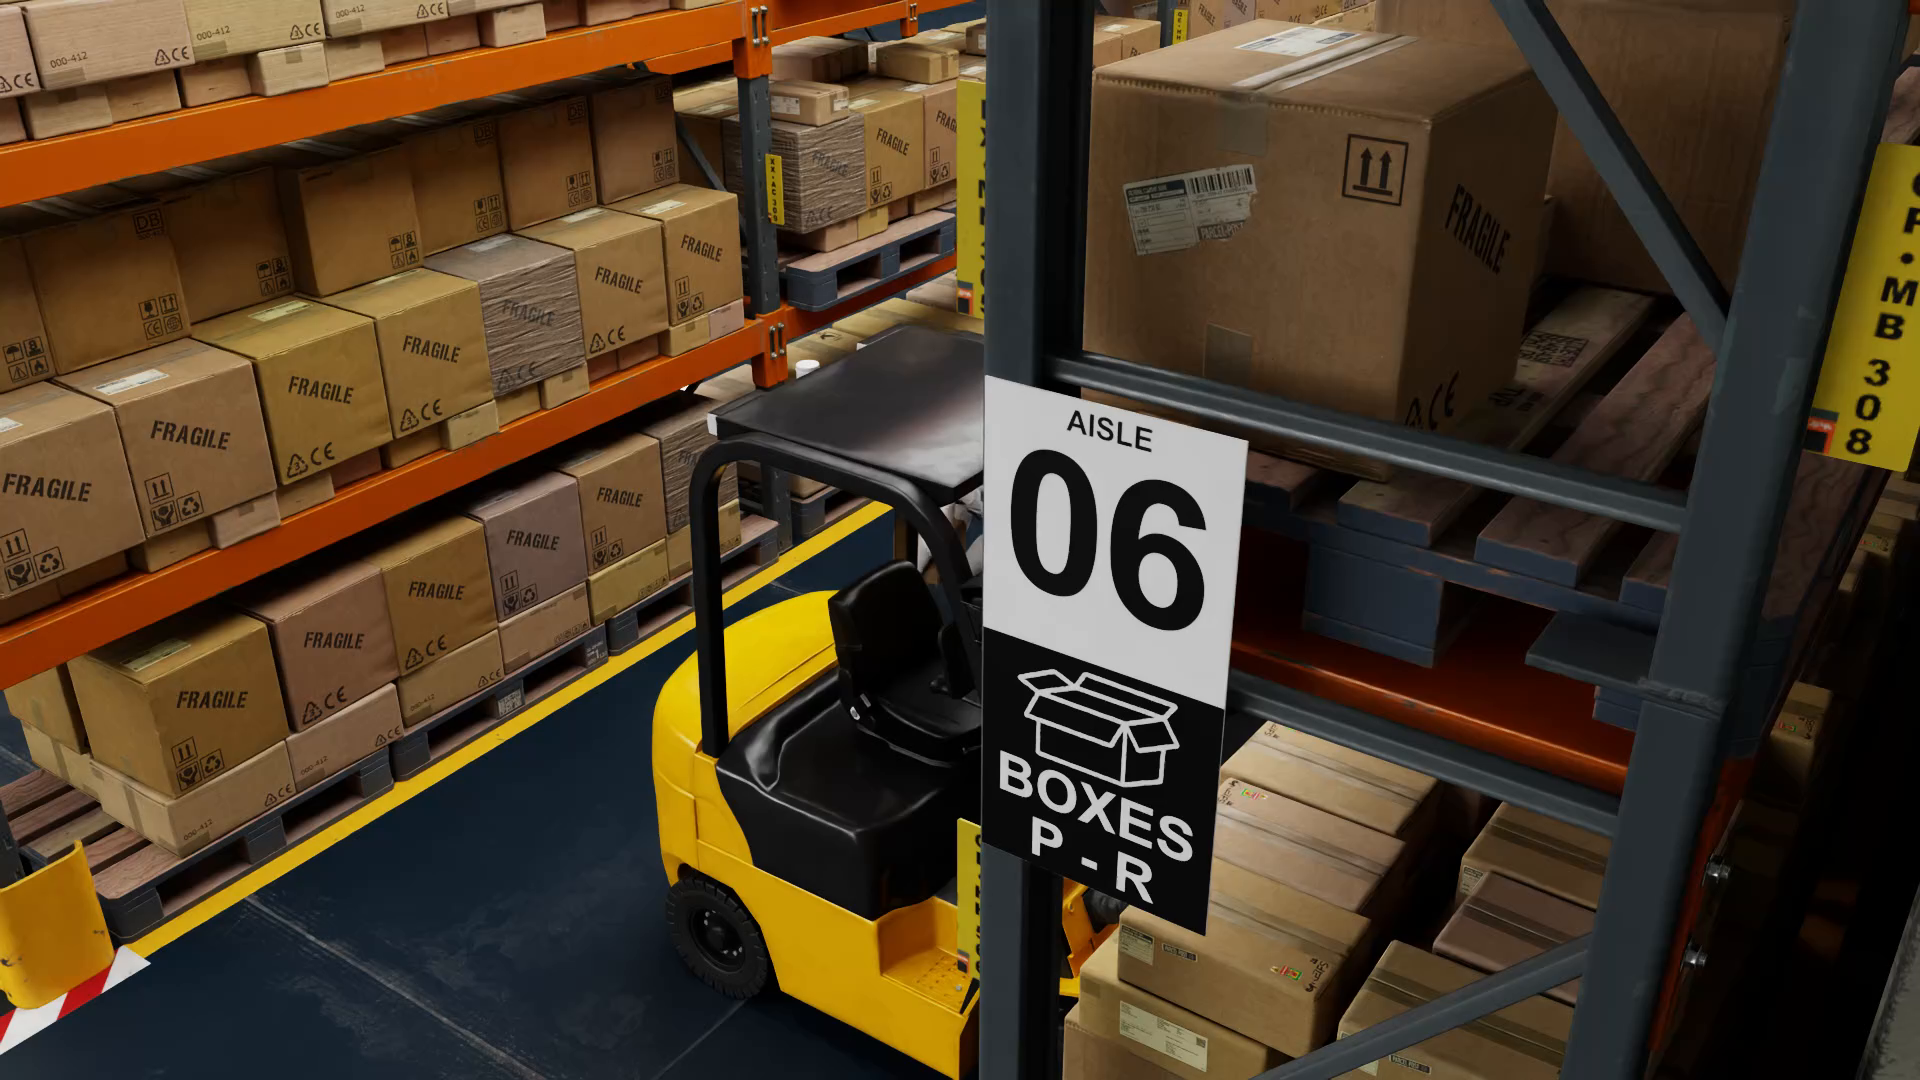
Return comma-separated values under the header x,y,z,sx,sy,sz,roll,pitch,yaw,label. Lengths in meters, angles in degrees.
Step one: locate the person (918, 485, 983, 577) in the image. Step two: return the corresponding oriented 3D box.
x,y,z,sx,sy,sz,roll,pitch,yaw,label
0.098,-0.013,7.746,0.922,1.030,0.460,16,31,28,person
